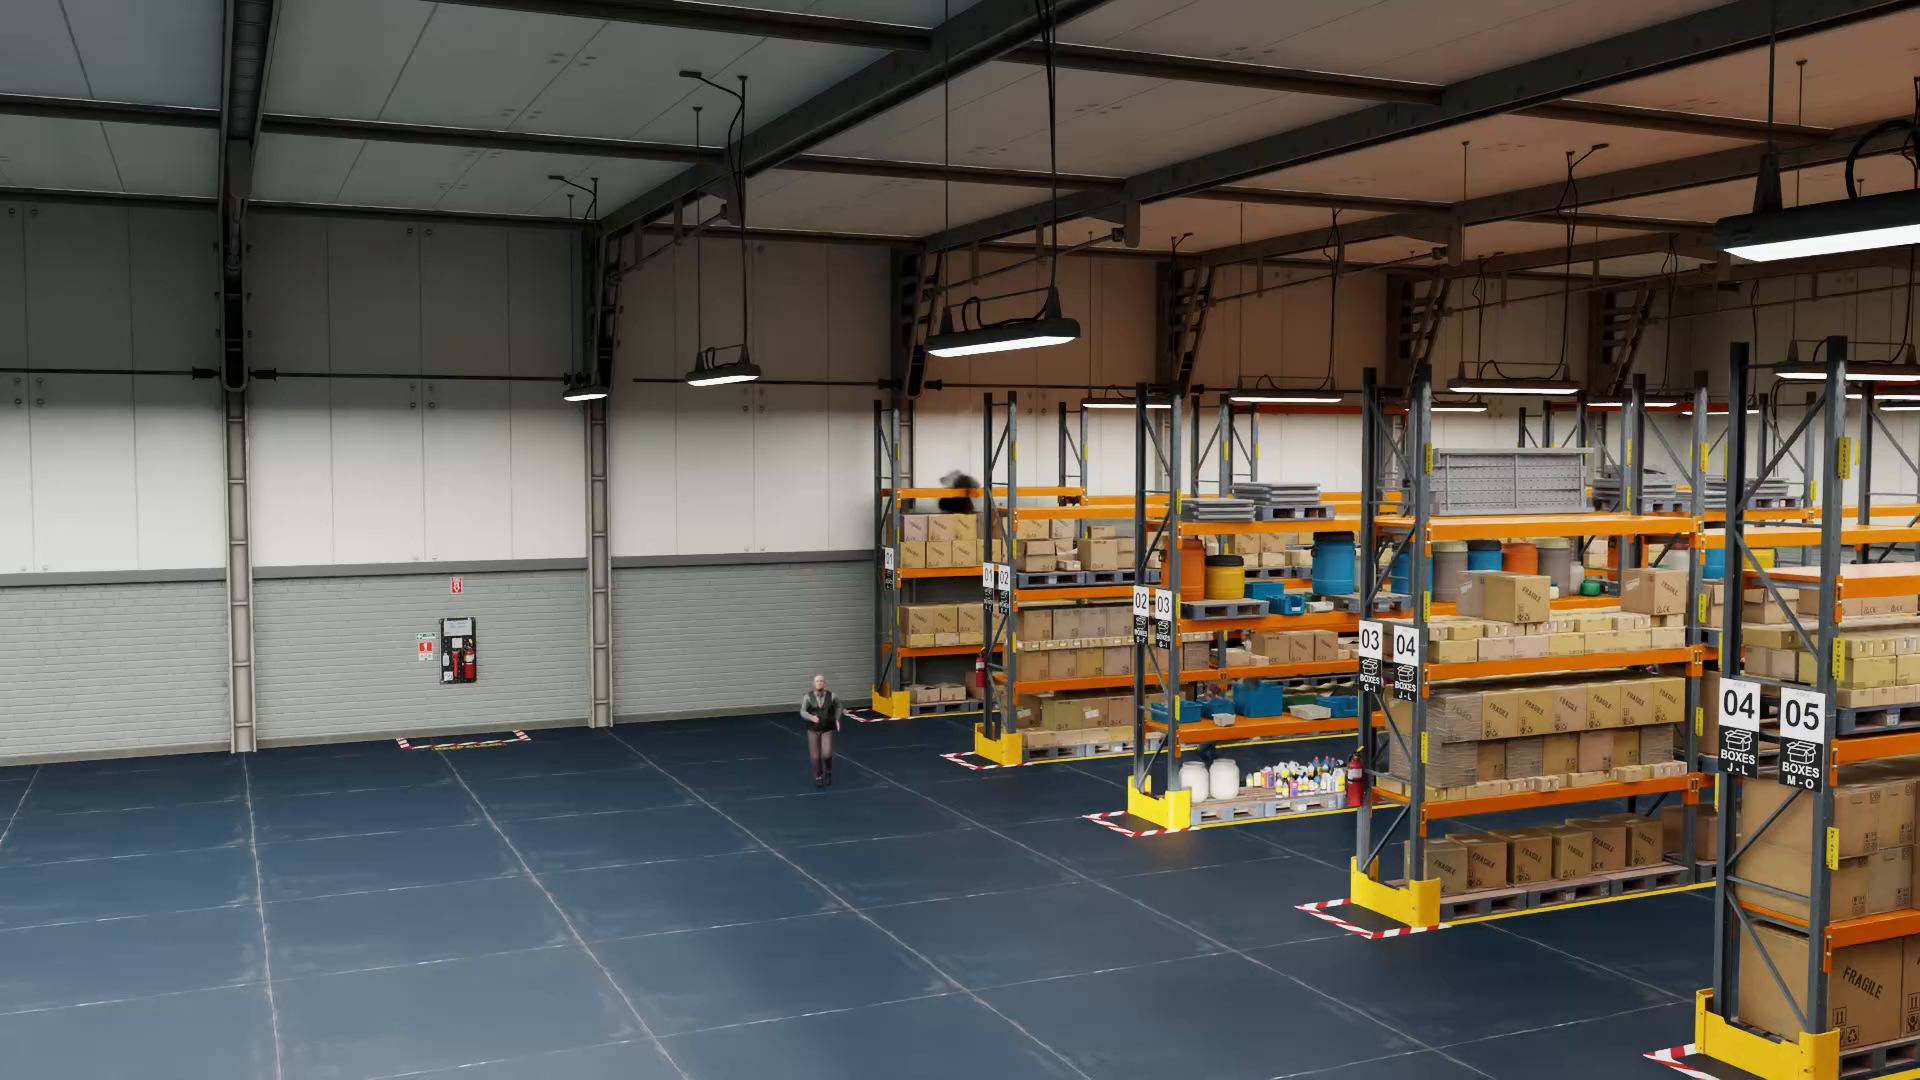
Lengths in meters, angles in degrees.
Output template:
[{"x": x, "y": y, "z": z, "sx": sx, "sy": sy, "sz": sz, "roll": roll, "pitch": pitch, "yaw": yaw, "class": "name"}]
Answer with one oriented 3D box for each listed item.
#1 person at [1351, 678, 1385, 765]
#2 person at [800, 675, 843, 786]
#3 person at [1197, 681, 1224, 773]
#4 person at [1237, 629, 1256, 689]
[{"x": 6.477, "y": 2.746, "z": 26.274, "sx": 0.762, "sy": 1.840, "sz": 0.642, "roll": -2, "pitch": 4, "yaw": -29, "class": "person"}, {"x": -2.073, "y": 2.863, "z": 24.844, "sx": 0.631, "sy": 1.681, "sz": 0.624, "roll": 0, "pitch": 3, "yaw": -2, "class": "person"}, {"x": 3.810, "y": 2.914, "z": 25.086, "sx": 0.635, "sy": 1.564, "sz": 0.546, "roll": -1, "pitch": 4, "yaw": -19, "class": "person"}, {"x": 5.478, "y": 2.489, "z": 31.332, "sx": 0.833, "sy": 1.693, "sz": 0.608, "roll": -1, "pitch": 3, "yaw": -17, "class": "person"}]
